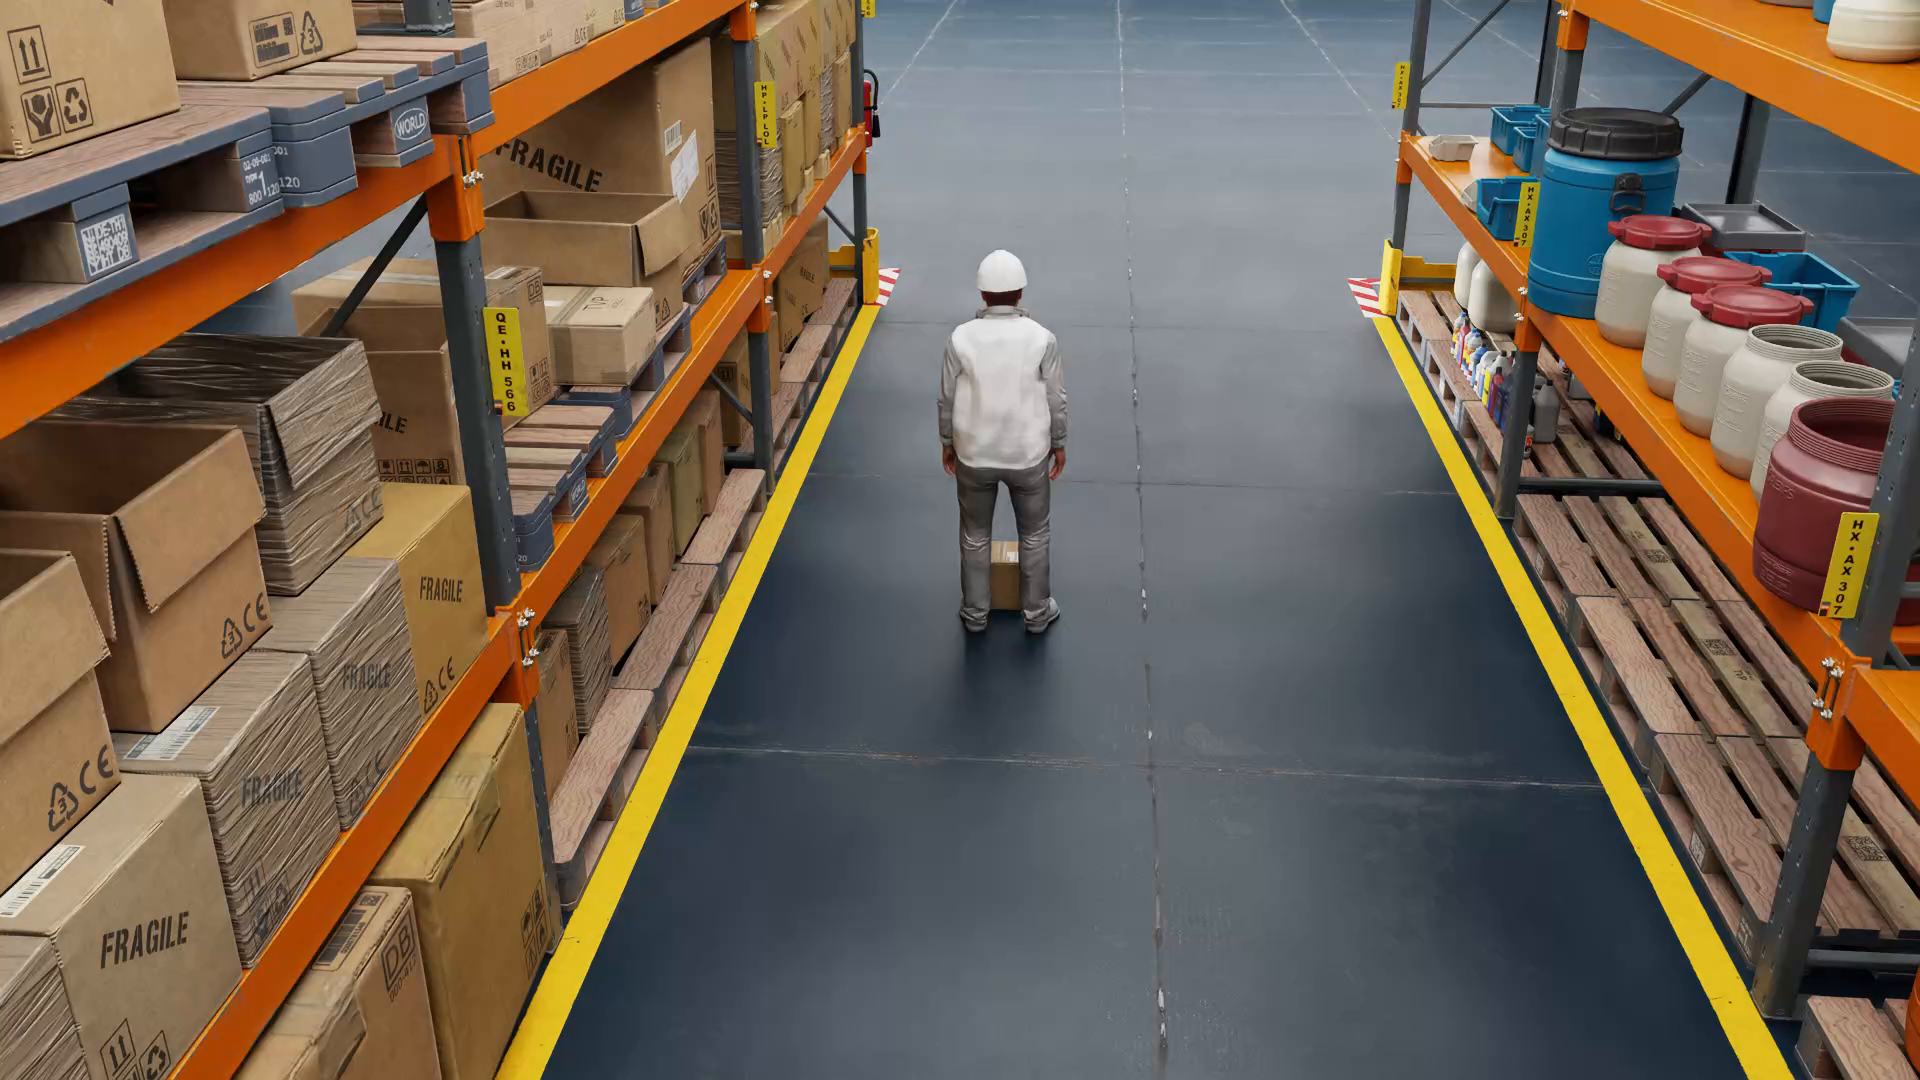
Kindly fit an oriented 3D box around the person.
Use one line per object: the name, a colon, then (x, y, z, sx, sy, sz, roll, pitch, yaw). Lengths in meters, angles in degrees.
person: (0.193, -0.416, 7.490, 0.580, 1.771, 0.461, 2, 24, 4)
